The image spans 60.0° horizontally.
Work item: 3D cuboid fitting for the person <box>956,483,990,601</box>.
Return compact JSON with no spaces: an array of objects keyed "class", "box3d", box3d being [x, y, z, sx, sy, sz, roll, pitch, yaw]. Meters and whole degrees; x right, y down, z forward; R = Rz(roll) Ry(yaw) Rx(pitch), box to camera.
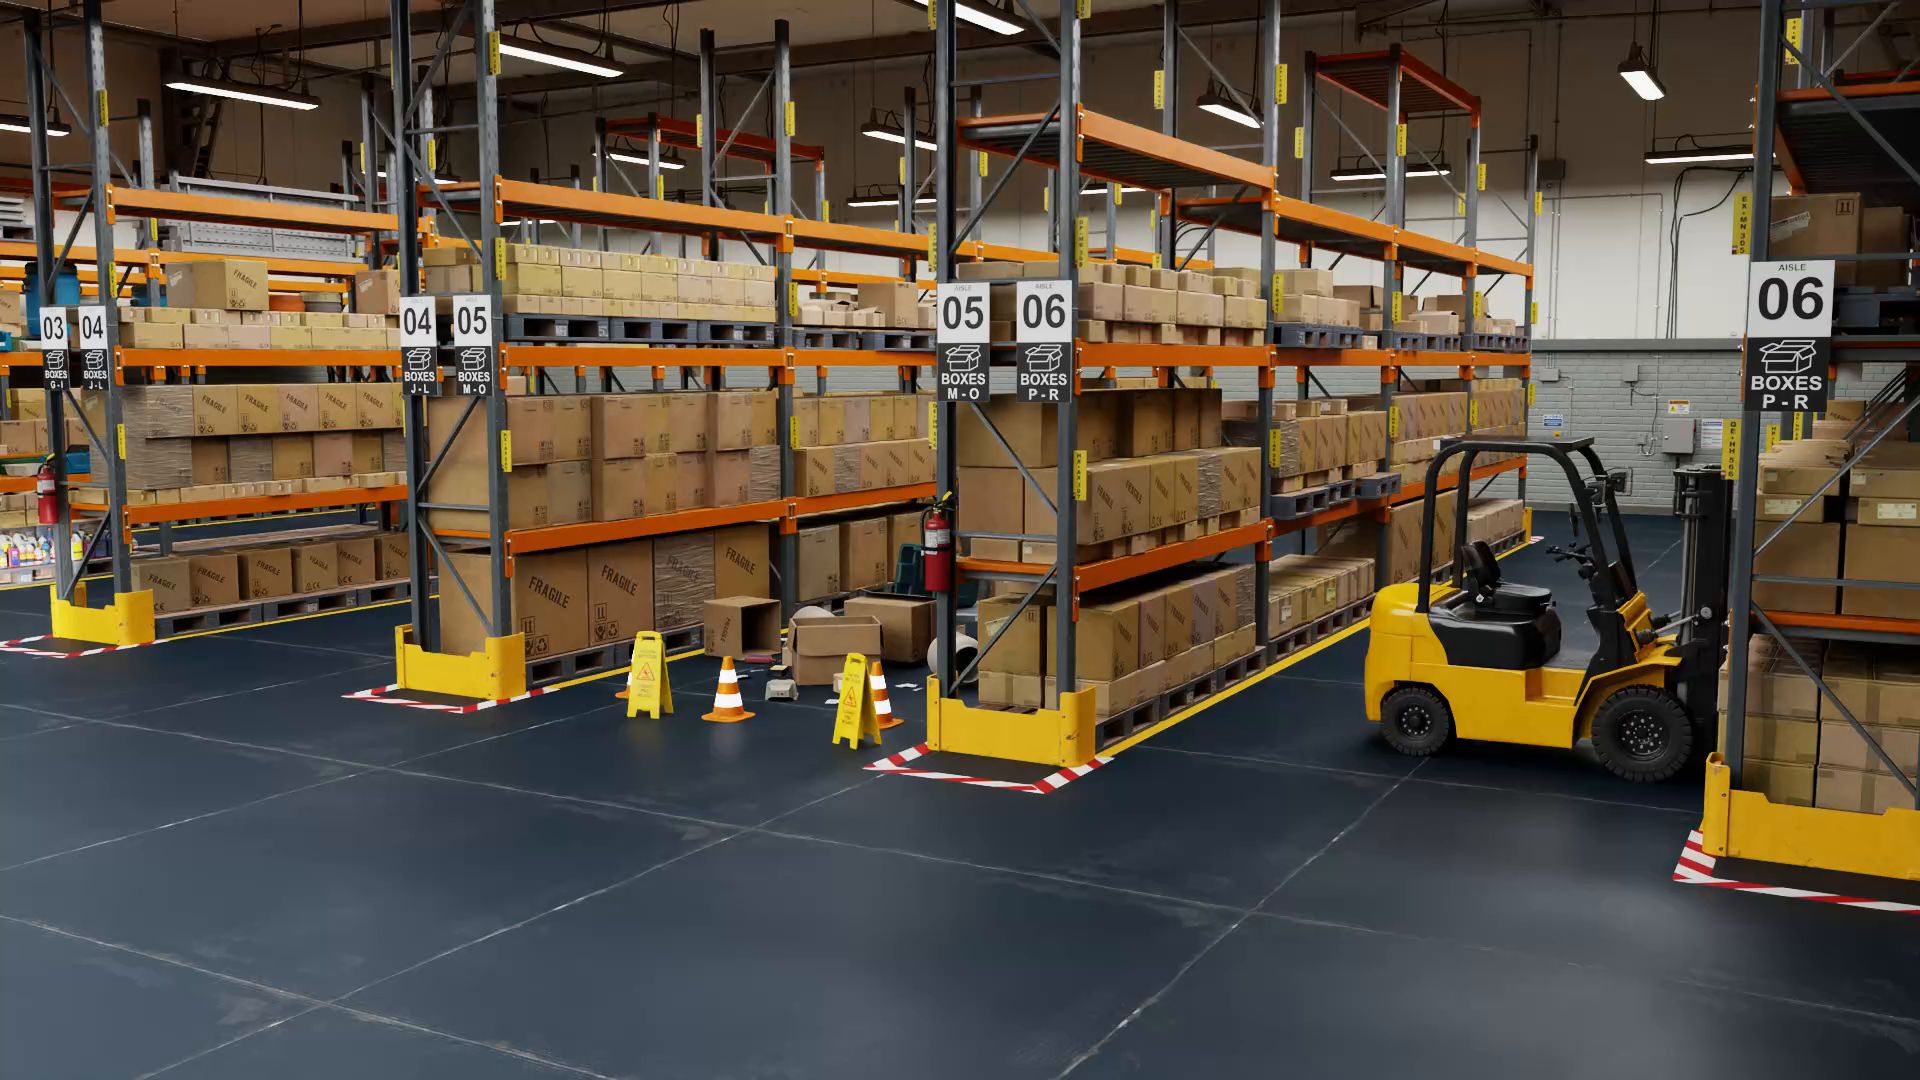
[{"class":"person","box3d":[0.165,-0.087,18.251,0.436,1.660,0.301,3,7,30]}]
